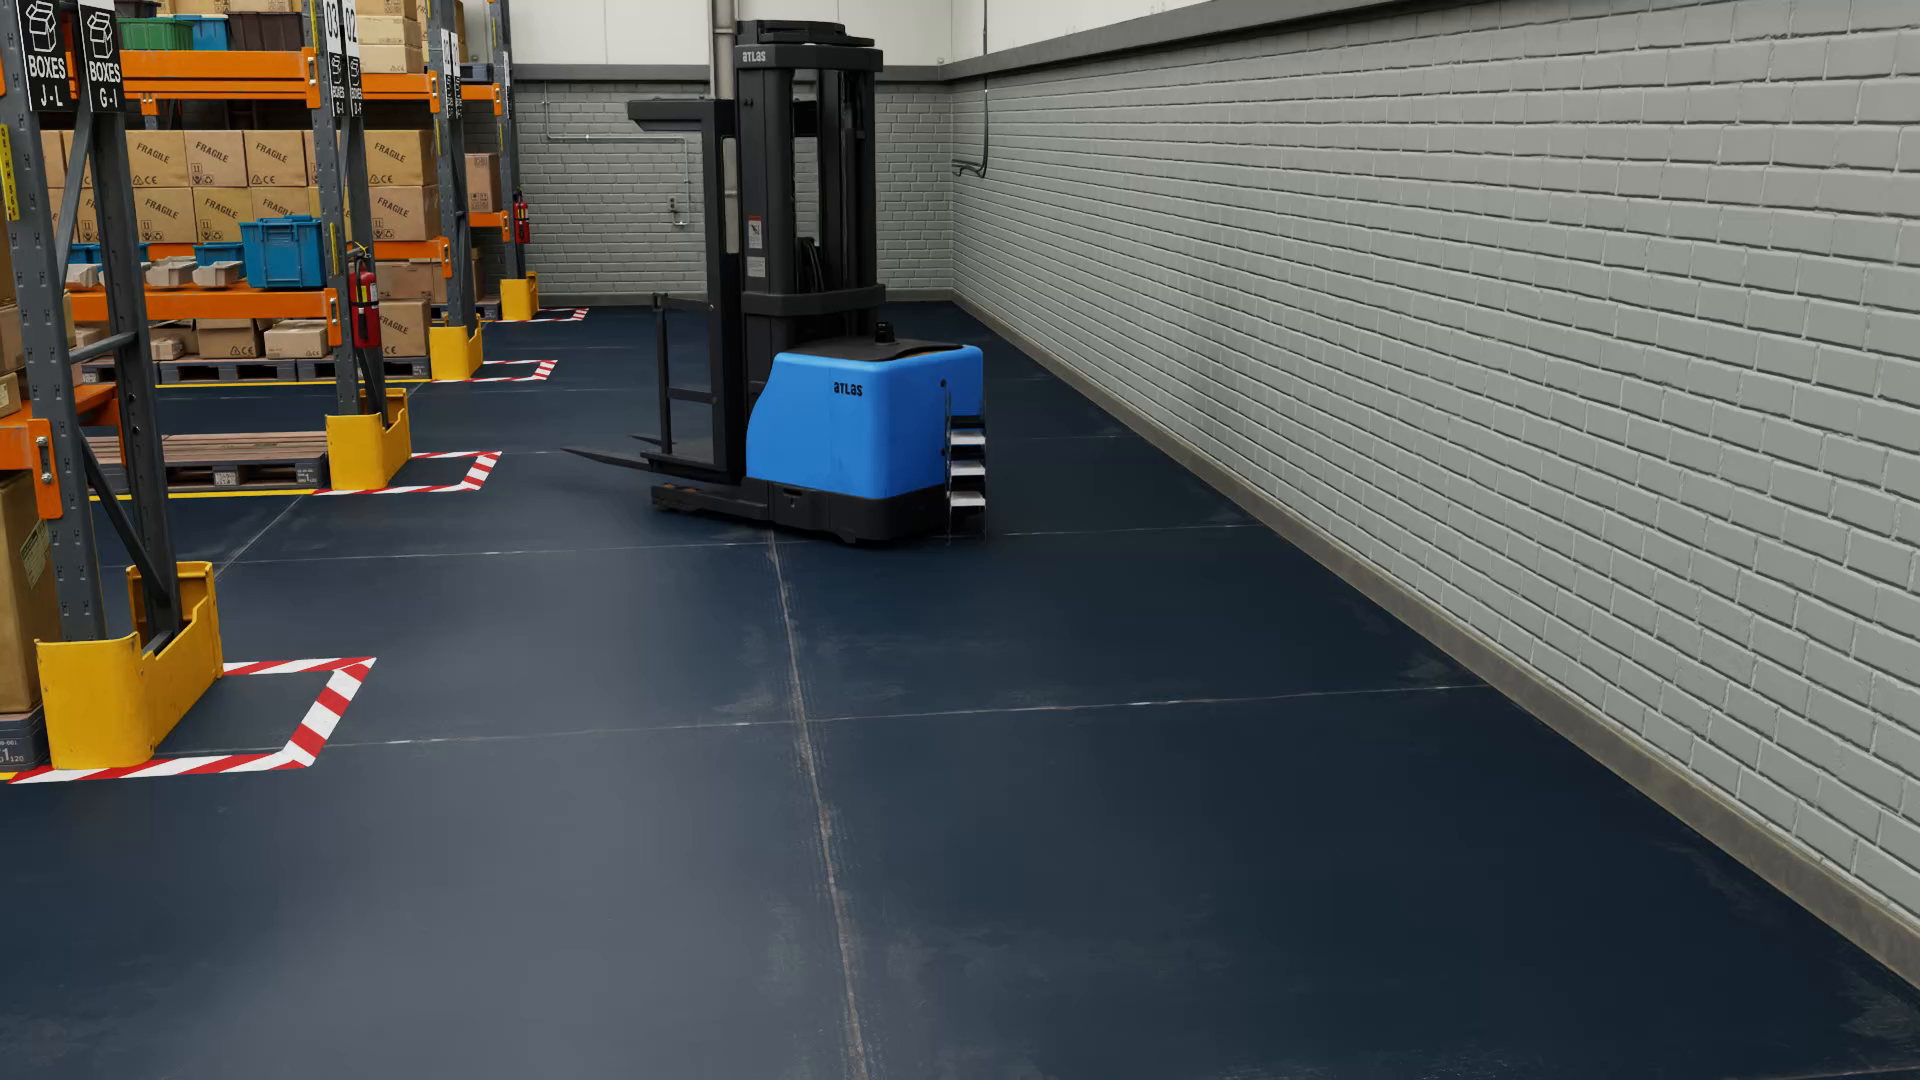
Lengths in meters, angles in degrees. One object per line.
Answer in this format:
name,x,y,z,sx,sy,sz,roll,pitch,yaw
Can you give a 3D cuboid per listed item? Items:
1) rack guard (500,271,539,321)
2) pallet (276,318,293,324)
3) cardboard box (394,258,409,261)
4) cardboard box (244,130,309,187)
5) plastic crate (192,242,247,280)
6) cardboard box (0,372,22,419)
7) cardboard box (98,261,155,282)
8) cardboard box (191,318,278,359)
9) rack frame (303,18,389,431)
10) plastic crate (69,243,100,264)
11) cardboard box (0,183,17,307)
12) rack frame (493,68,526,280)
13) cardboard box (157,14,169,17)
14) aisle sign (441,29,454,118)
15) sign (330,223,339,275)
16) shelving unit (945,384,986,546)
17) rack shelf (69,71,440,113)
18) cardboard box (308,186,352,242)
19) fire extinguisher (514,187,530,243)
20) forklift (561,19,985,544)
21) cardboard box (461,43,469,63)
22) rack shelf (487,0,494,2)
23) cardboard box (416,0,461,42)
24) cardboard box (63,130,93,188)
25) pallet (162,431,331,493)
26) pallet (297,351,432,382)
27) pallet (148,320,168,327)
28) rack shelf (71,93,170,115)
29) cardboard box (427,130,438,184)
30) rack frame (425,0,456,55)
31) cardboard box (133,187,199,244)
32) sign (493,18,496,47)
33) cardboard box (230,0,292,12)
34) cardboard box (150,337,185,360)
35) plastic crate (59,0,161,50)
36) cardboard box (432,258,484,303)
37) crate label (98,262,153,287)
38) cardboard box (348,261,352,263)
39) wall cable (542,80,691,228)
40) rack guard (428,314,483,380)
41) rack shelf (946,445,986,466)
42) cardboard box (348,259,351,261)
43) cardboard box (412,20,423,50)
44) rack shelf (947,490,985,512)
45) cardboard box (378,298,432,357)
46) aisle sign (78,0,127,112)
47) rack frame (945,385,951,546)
rack guard,-5.564,-3.093,21.028,0.348,0.500,1.175,-2,14,-8
pallet,-8.780,-2.816,20.517,1.213,0.211,1.003,-2,14,-8
cardboard box,-6.920,-3.586,20.798,0.250,0.149,0.380,-2,14,-8
cardboard box,-6.257,-3.526,15.355,0.500,0.500,0.500,-2,14,-7
plastic crate,-5.056,-1.916,11.416,0.300,0.233,0.416,-2,14,-8
cardboard box,-3.677,-0.516,6.131,0.250,0.149,0.380,-2,14,-7
cardboard box,-10.167,-3.266,20.134,0.750,0.750,0.750,-2,14,-8
cardboard box,-6.945,-2.040,15.918,0.637,0.503,0.797,-2,14,-8
rack frame,-4.112,-1.922,11.218,0.127,3.000,1.000,-2,14,-8
plastic crate,-6.004,-1.881,11.278,0.300,0.233,0.416,-2,14,-8
cardboard box,-3.817,-1.085,6.036,0.500,0.500,0.500,-2,14,-8
rack frame,-5.588,-4.305,20.721,0.127,3.000,1.000,-2,14,-8
cardboard box,-7.294,-4.585,14.951,0.500,0.250,0.500,-2,14,-8
aisle sign,-4.733,-4.303,15.370,0.004,0.787,0.394,-2,14,-8
sign,-4.014,-1.869,10.673,0.005,0.325,0.100,-2,14,-8
shelving unit,0.031,-0.432,9.593,0.210,0.900,0.258,-2,14,-7
rack shelf,-6.824,-4.147,15.404,4.000,0.370,1.077,-2,14,-8
cardboard box,-5.761,-3.061,15.554,0.500,0.500,0.500,-2,14,-8
fire extinguisher,-5.370,-3.981,20.355,0.183,0.674,0.296,-2,14,-8
forklift,-1.317,-1.666,10.339,3.031,2.935,1.130,11,18,37
cardboard box,-6.346,-5.972,20.441,0.500,0.250,0.500,-1,14,-5
rack shelf,-7.566,-6.599,19.838,4.000,0.370,1.077,-2,14,-8
cardboard box,-6.271,-6.211,19.852,0.500,0.500,0.500,-2,14,-8
cardboard box,-7.784,-3.470,15.131,0.500,0.500,0.500,-3,14,-10
pallet,-4.933,-0.549,11.476,1.213,0.211,1.003,-2,14,-8
pallet,-5.710,-1.729,16.182,1.213,0.211,1.003,-2,14,-8
pallet,-10.295,-2.761,20.298,1.213,0.211,1.003,-2,14,-8
rack shelf,-11.521,-5.193,19.576,4.000,0.370,1.077,-2,14,-8
cardboard box,-5.324,-3.694,16.025,0.500,0.500,0.500,-2,14,-7
rack frame,-4.846,-6.023,15.240,0.127,3.000,1.000,-2,14,-8
cardboard box,-7.256,-3.007,15.339,0.500,0.500,0.500,-2,14,-9
sign,-5.521,-6.020,19.735,0.005,0.325,0.100,-2,14,-8
cardboard box,-6.337,-5.038,15.215,0.500,0.500,0.700,-2,14,-8
cardboard box,-7.501,-1.804,15.671,0.250,0.166,0.380,-2,14,-8
plastic crate,-5.664,-3.357,10.904,0.767,0.338,0.504,-2,14,-8
cardboard box,-6.265,-3.247,20.777,0.500,0.500,0.700,-2,14,-8
crate label,-5.452,-1.727,10.860,0.243,0.136,0.396,-2,14,-8
cardboard box,-7.783,-3.189,20.547,0.500,0.500,0.700,-2,14,-7
wall cable,-4.463,-5.072,21.689,1.851,1.984,0.084,-2,14,-8
rack guard,-4.921,-1.898,16.263,0.348,0.500,1.175,-2,14,-8
rack shelf,0.031,-0.487,9.579,0.200,0.077,0.258,-2,14,-7
cardboard box,-7.675,-3.558,20.687,0.250,0.149,0.380,-2,14,-9
cardboard box,-5.393,-4.782,15.738,0.500,0.250,0.500,-2,14,-8
rack shelf,0.031,-0.225,9.645,0.200,0.077,0.258,-2,14,-7
cardboard box,-5.347,-2.035,15.906,0.500,0.500,0.500,-2,14,-8
aisle sign,-3.348,-2.066,6.450,0.004,0.787,0.394,-2,14,-8
rack frame,-0.070,-0.429,9.581,0.006,0.900,0.240,-2,14,-7
